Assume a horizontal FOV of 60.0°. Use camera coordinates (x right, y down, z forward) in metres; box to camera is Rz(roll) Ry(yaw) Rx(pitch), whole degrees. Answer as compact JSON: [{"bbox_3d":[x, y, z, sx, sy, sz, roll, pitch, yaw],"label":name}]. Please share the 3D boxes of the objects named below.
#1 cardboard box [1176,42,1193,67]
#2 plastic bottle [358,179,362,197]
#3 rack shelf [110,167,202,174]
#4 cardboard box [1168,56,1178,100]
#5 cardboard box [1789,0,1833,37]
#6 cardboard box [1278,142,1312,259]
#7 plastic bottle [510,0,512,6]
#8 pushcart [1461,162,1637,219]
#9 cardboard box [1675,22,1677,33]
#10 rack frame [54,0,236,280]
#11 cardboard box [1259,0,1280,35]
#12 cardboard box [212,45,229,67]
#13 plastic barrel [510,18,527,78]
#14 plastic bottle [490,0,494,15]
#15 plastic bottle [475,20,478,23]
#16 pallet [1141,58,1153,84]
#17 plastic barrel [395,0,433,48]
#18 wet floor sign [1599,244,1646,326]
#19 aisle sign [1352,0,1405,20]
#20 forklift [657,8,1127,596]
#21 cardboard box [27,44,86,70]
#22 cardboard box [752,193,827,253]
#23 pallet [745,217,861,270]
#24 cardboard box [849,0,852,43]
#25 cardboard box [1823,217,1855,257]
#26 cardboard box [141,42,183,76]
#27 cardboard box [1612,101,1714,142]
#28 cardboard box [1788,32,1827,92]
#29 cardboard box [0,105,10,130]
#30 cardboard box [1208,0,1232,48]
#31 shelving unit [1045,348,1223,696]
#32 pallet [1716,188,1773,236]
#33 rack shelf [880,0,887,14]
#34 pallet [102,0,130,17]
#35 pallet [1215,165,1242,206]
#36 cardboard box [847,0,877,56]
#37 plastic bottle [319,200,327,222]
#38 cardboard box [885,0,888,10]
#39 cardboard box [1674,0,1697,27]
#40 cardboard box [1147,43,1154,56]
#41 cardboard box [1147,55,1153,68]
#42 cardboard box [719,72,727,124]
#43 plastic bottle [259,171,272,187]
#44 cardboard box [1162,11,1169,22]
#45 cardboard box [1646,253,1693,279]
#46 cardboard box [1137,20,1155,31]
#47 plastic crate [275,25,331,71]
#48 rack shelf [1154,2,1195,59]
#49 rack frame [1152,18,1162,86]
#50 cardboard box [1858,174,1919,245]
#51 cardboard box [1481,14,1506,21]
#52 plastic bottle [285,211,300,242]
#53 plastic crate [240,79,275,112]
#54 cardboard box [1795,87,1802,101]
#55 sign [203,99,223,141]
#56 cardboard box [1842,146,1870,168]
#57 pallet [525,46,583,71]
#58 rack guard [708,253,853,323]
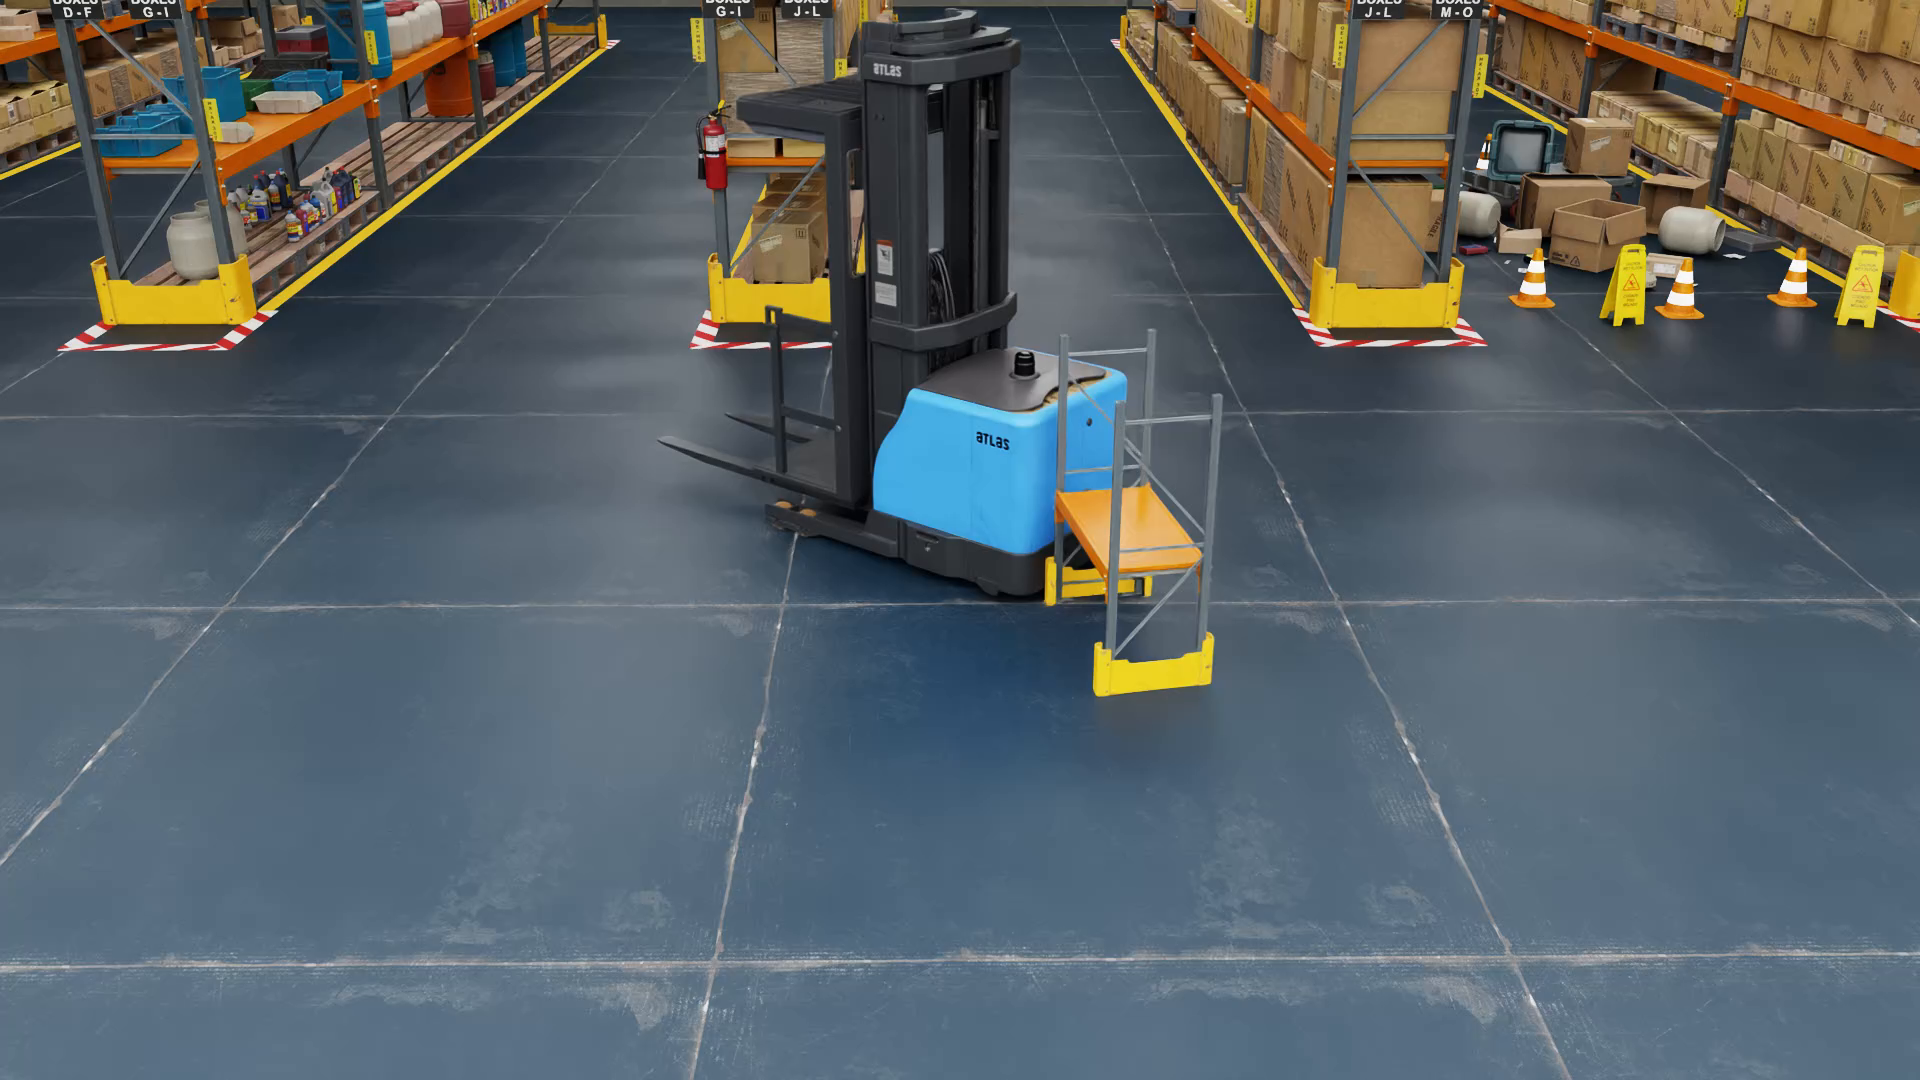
[{"bbox_3d":[3.115,-6.359,21.784,0.500,0.250,0.500,0,24,0],"label":"cardboard box"},{"bbox_3d":[-6.154,-3.603,16.937,0.097,0.201,0.097,0,24,0],"label":"plastic bottle"},{"bbox_3d":[-6.447,-3.738,15.075,0.831,0.071,3.687,0,24,-1],"label":"rack shelf"},{"bbox_3d":[3.108,-6.231,22.410,0.500,0.500,0.500,-1,24,-3],"label":"cardboard box"},{"bbox_3d":[8.143,-4.929,15.312,0.700,0.500,0.500,-1,24,-2],"label":"cardboard box"},{"bbox_3d":[3.403,-3.045,14.911,0.875,0.875,0.875,-1,24,-1],"label":"cardboard box"},{"bbox_3d":[-6.189,-7.409,22.732,0.097,0.201,0.097,0,24,0],"label":"plastic bottle"},{"bbox_3d":[6.114,-3.666,17.399,1.648,0.377,0.936,-9,26,-19],"label":"pushcart"},{"bbox_3d":[8.214,-5.709,18.528,0.380,0.149,0.250,-1,24,-2],"label":"cardboard box"},{"bbox_3d":[-6.426,-3.177,13.134,1.000,3.000,0.127,0,24,-1],"label":"rack frame"},{"bbox_3d":[3.414,-5.236,16.195,0.875,0.550,0.550,0,24,-1],"label":"cardboard box"},{"bbox_3d":[-11.298,-7.250,24.870,0.500,0.311,0.500,0,24,-1],"label":"cardboard box"},{"bbox_3d":[-6.568,-7.133,23.917,0.600,0.901,0.708,0,24,-1],"label":"plastic barrel"},{"bbox_3d":[-6.178,-7.023,21.795,0.097,0.271,0.097,0,24,0],"label":"plastic bottle"},{"bbox_3d":[-6.169,-6.651,21.056,0.097,0.201,0.097,0,24,0],"label":"plastic bottle"},{"bbox_3d":[3.314,-7.131,25.260,1.003,0.211,1.213,0,24,-1],"label":"pallet"},{"bbox_3d":[-6.283,-5.928,19.081,0.421,0.512,0.421,0,24,0],"label":"plastic barrel"},{"bbox_3d":[5.468,-2.104,13.619,0.267,0.644,0.232,-4,25,-10],"label":"wet floor sign"},{"bbox_3d":[3.189,-4.334,12.537,0.394,0.787,0.004,0,24,-1],"label":"aisle sign"},{"bbox_3d":[-0.535,-1.505,9.520,3.031,2.935,1.130,18,30,34],"label":"forklift"},{"bbox_3d":[-11.716,-6.263,21.548,0.500,0.250,0.500,1,24,1],"label":"cardboard box"},{"bbox_3d":[-1.504,-2.755,14.725,0.500,0.500,0.500,6,25,13],"label":"cardboard box"},{"bbox_3d":[-1.458,-2.796,15.677,1.003,0.211,1.213,0,24,-1],"label":"pallet"},{"bbox_3d":[-1.223,-4.682,14.766,0.500,0.500,0.500,0,24,-1],"label":"cardboard box"},{"bbox_3d":[8.161,-2.728,14.968,0.500,0.250,0.500,0,24,0],"label":"cardboard box"},{"bbox_3d":[-11.221,-6.757,23.549,0.500,0.500,0.500,0,24,0],"label":"cardboard box"},{"bbox_3d":[8.362,-4.997,19.839,0.950,0.372,0.625,-1,24,-2],"label":"cardboard box"},{"bbox_3d":[8.140,-4.477,15.526,0.500,0.500,0.500,0,24,-1],"label":"cardboard box"},{"bbox_3d":[-11.196,-4.803,18.877,0.500,0.311,0.500,0,24,1],"label":"cardboard box"},{"bbox_3d":[3.149,-5.918,19.074,0.500,0.500,0.500,0,24,-1],"label":"cardboard box"},{"bbox_3d":[0.848,-0.167,8.300,0.587,1.500,1.083,-5,25,-10],"label":"shelving unit"},{"bbox_3d":[8.436,-3.345,16.889,1.003,0.211,1.213,0,24,-1],"label":"pallet"},{"bbox_3d":[-1.582,-6.992,22.443,1.077,0.370,4.000,0,24,-1],"label":"rack shelf"},{"bbox_3d":[-11.492,-7.167,22.189,1.003,0.211,1.213,0,24,-1],"label":"pallet"},{"bbox_3d":[3.361,-3.875,18.062,1.003,0.211,1.213,0,24,-1],"label":"pallet"},{"bbox_3d":[-1.385,-5.640,17.343,1.000,1.000,1.000,0,24,0],"label":"cardboard box"},{"bbox_3d":[-6.142,-3.159,15.956,0.097,0.201,0.097,0,24,0],"label":"plastic bottle"},{"bbox_3d":[-1.531,-7.640,25.070,0.875,0.875,0.875,0,24,-1],"label":"cardboard box"},{"bbox_3d":[8.152,-5.871,18.099,0.500,0.500,0.500,1,24,1],"label":"cardboard box"},{"bbox_3d":[3.020,-7.392,25.044,0.380,0.149,0.250,-1,24,-3],"label":"cardboard box"},{"bbox_3d":[3.012,-7.177,24.929,0.380,0.149,0.250,0,24,0],"label":"cardboard box"},{"bbox_3d":[-1.577,-3.813,14.057,0.875,0.500,0.500,0,24,-1],"label":"cardboard box"},{"bbox_3d":[-6.875,-3.484,16.494,0.144,0.351,0.185,0,24,1],"label":"plastic bottle"},{"bbox_3d":[3.518,-8.616,27.387,0.380,0.149,0.250,0,24,0],"label":"cardboard box"},{"bbox_3d":[6.402,-2.476,15.043,0.380,0.149,0.250,13,27,27],"label":"cardboard box"},{"bbox_3d":[3.013,-8.177,26.417,0.380,0.149,0.250,0,24,0],"label":"cardboard box"},{"bbox_3d":[-6.780,-5.052,17.204,0.402,0.464,0.583,0,24,-1],"label":"plastic crate"},{"bbox_3d":[3.379,-6.973,22.400,1.077,0.370,4.000,0,24,-1],"label":"rack shelf"},{"bbox_3d":[3.357,-8.125,24.074,1.000,3.000,0.127,0,24,-1],"label":"rack frame"},{"bbox_3d":[8.167,-2.853,14.335,0.500,0.500,0.500,0,24,0],"label":"cardboard box"},{"bbox_3d":[8.388,-8.212,26.867,0.875,0.438,0.875,0,24,1],"label":"cardboard box"},{"bbox_3d":[-6.134,-2.883,15.261,0.097,0.271,0.097,0,24,0],"label":"plastic bottle"},{"bbox_3d":[-6.737,-4.168,15.583,0.450,0.188,0.662,0,24,-1],"label":"plastic crate"},{"bbox_3d":[8.166,-4.221,15.748,0.380,0.149,0.250,0,24,-1],"label":"cardboard box"},{"bbox_3d":[-5.875,-3.304,13.079,0.100,0.325,0.005,0,24,-1],"label":"sign"},{"bbox_3d":[8.096,-3.403,14.764,0.380,0.149,0.250,0,24,0],"label":"cardboard box"},{"bbox_3d":[-6.619,-7.658,26.426,1.003,0.211,1.213,0,24,-1],"label":"pallet"},{"bbox_3d":[-1.474,-2.092,13.768,1.175,0.500,0.348,0,24,-1],"label":"rack guard"}]
